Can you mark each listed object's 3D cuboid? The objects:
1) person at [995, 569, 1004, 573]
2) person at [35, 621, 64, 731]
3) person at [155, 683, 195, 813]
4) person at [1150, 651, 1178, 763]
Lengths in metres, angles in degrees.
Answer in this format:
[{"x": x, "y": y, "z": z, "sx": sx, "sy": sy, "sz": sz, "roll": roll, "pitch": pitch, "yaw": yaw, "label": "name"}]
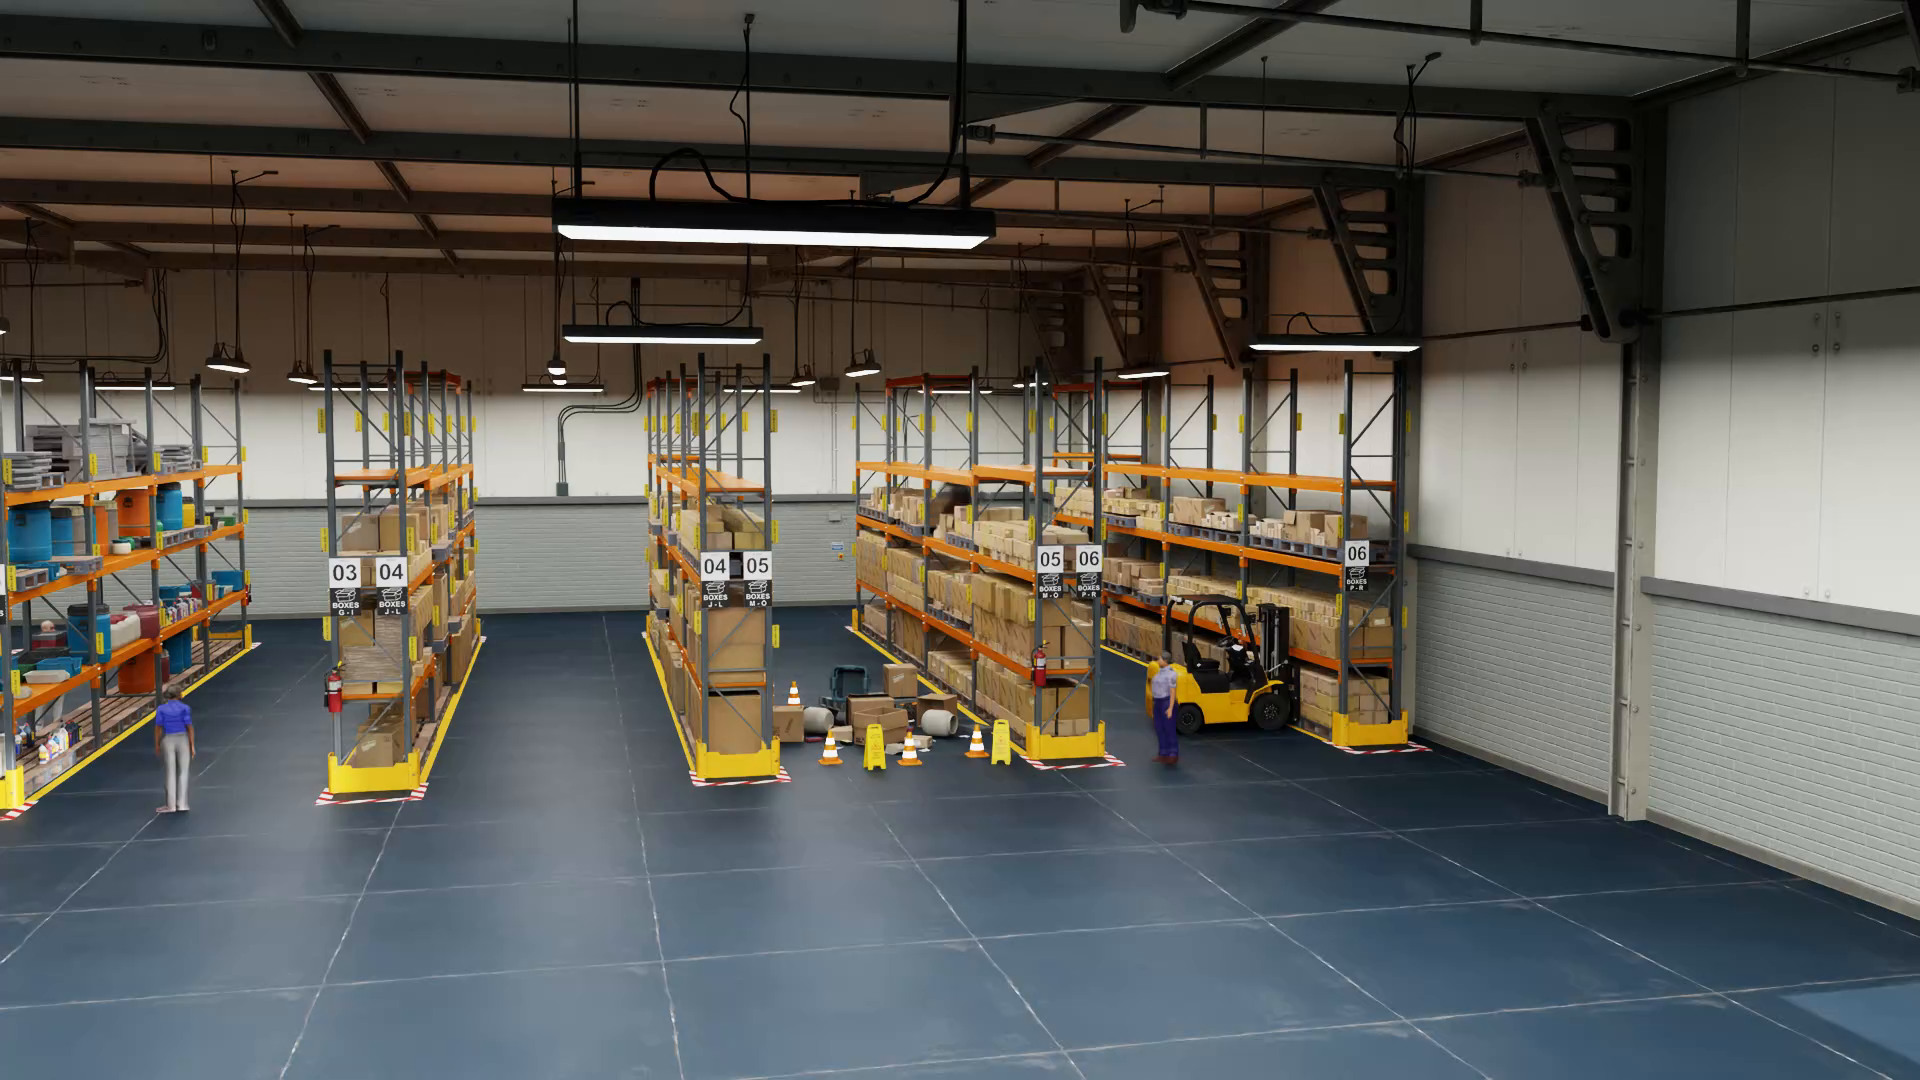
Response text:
[{"x": 0.892, "y": 1.190, "z": 42.640, "sx": 0.490, "sy": 1.656, "sz": 0.435, "roll": -1, "pitch": 4, "yaw": -16, "label": "person"}, {"x": -14.944, "y": 2.259, "z": 27.380, "sx": 0.455, "sy": 1.860, "sz": 0.637, "roll": 3, "pitch": 5, "yaw": 36, "label": "person"}, {"x": -10.142, "y": 2.685, "z": 21.476, "sx": 0.502, "sy": 1.677, "sz": 0.363, "roll": -1, "pitch": 4, "yaw": -12, "label": "person"}, {"x": 3.036, "y": 2.479, "z": 24.582, "sx": 0.383, "sy": 1.676, "sz": 0.538, "roll": -2, "pitch": 4, "yaw": -26, "label": "person"}]
